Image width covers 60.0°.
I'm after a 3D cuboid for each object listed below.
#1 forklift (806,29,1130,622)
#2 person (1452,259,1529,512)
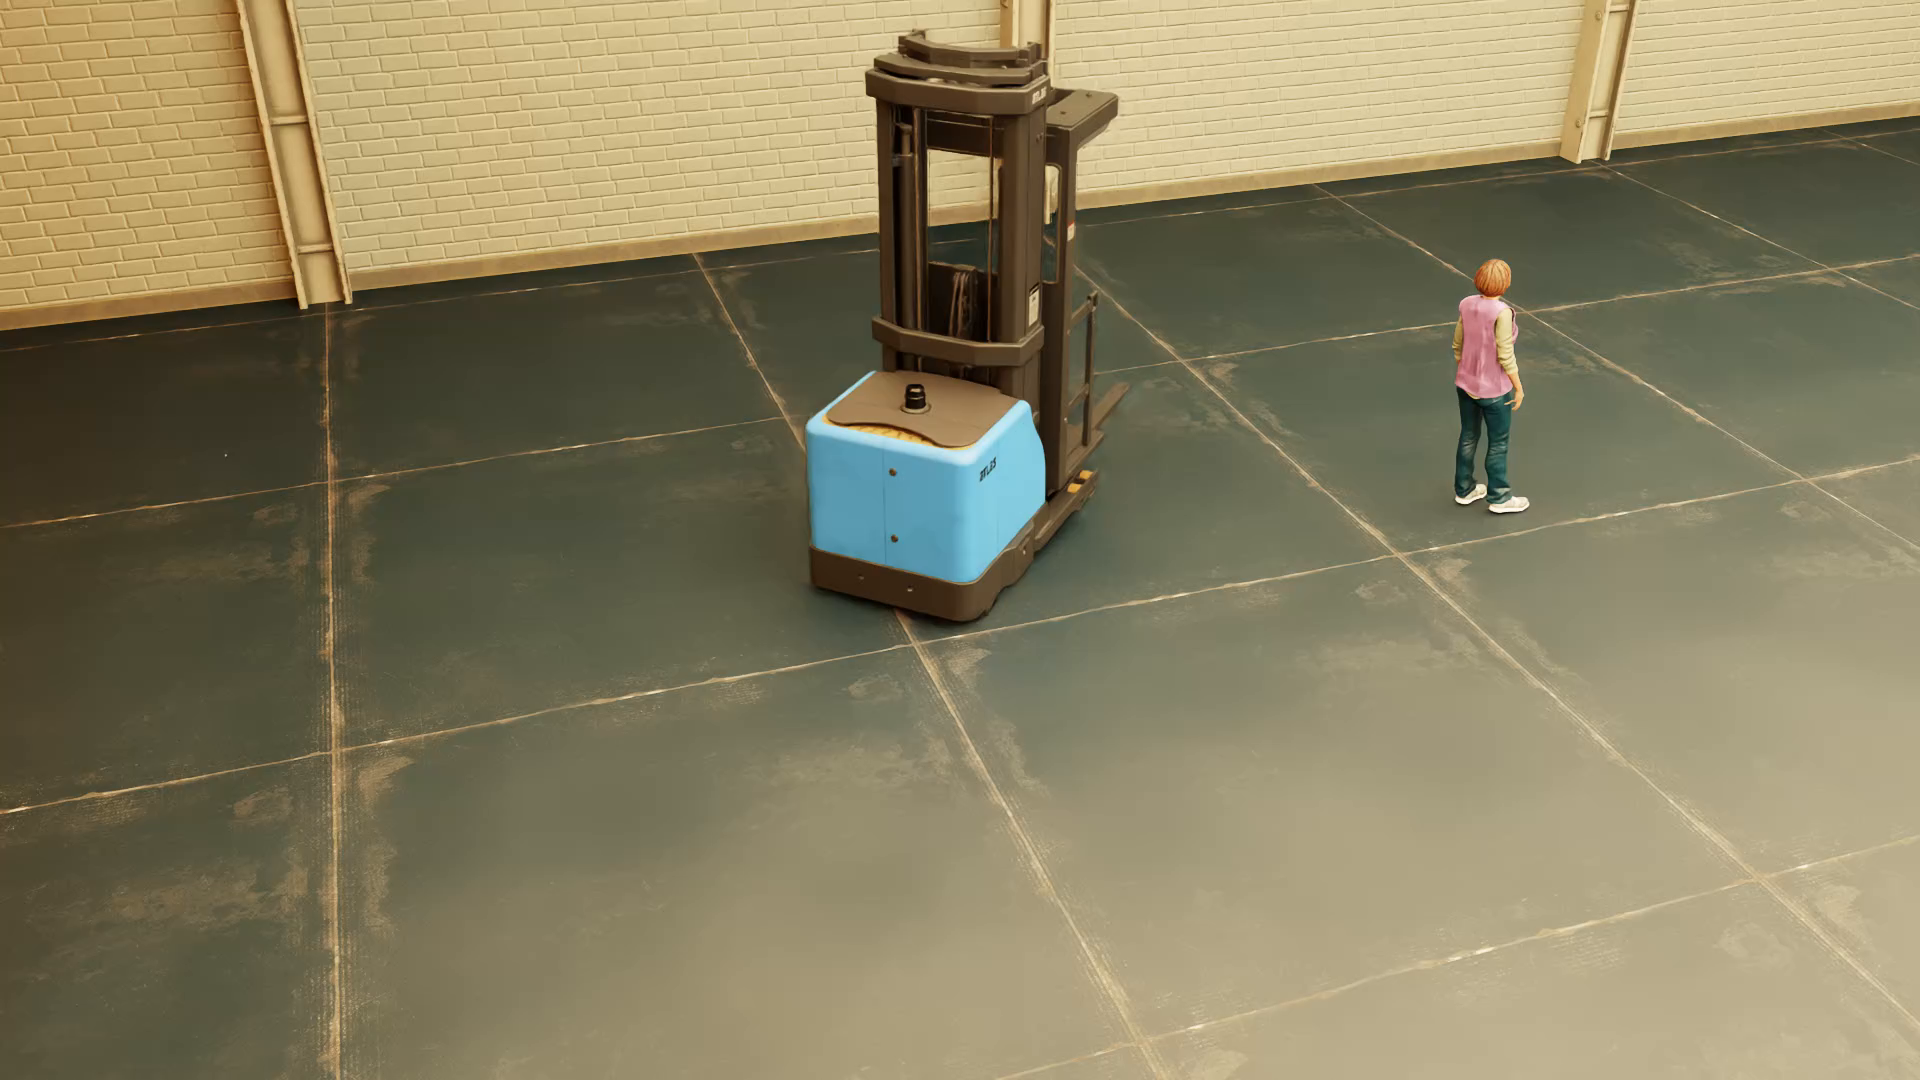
[{"bbox_3d":[0.226,-1.538,9.761,1.130,2.935,3.031,13,32,21],"label":"forklift"},{"bbox_3d":[3.226,-0.940,10.045,0.474,1.597,0.520,-16,34,-25],"label":"person"}]
